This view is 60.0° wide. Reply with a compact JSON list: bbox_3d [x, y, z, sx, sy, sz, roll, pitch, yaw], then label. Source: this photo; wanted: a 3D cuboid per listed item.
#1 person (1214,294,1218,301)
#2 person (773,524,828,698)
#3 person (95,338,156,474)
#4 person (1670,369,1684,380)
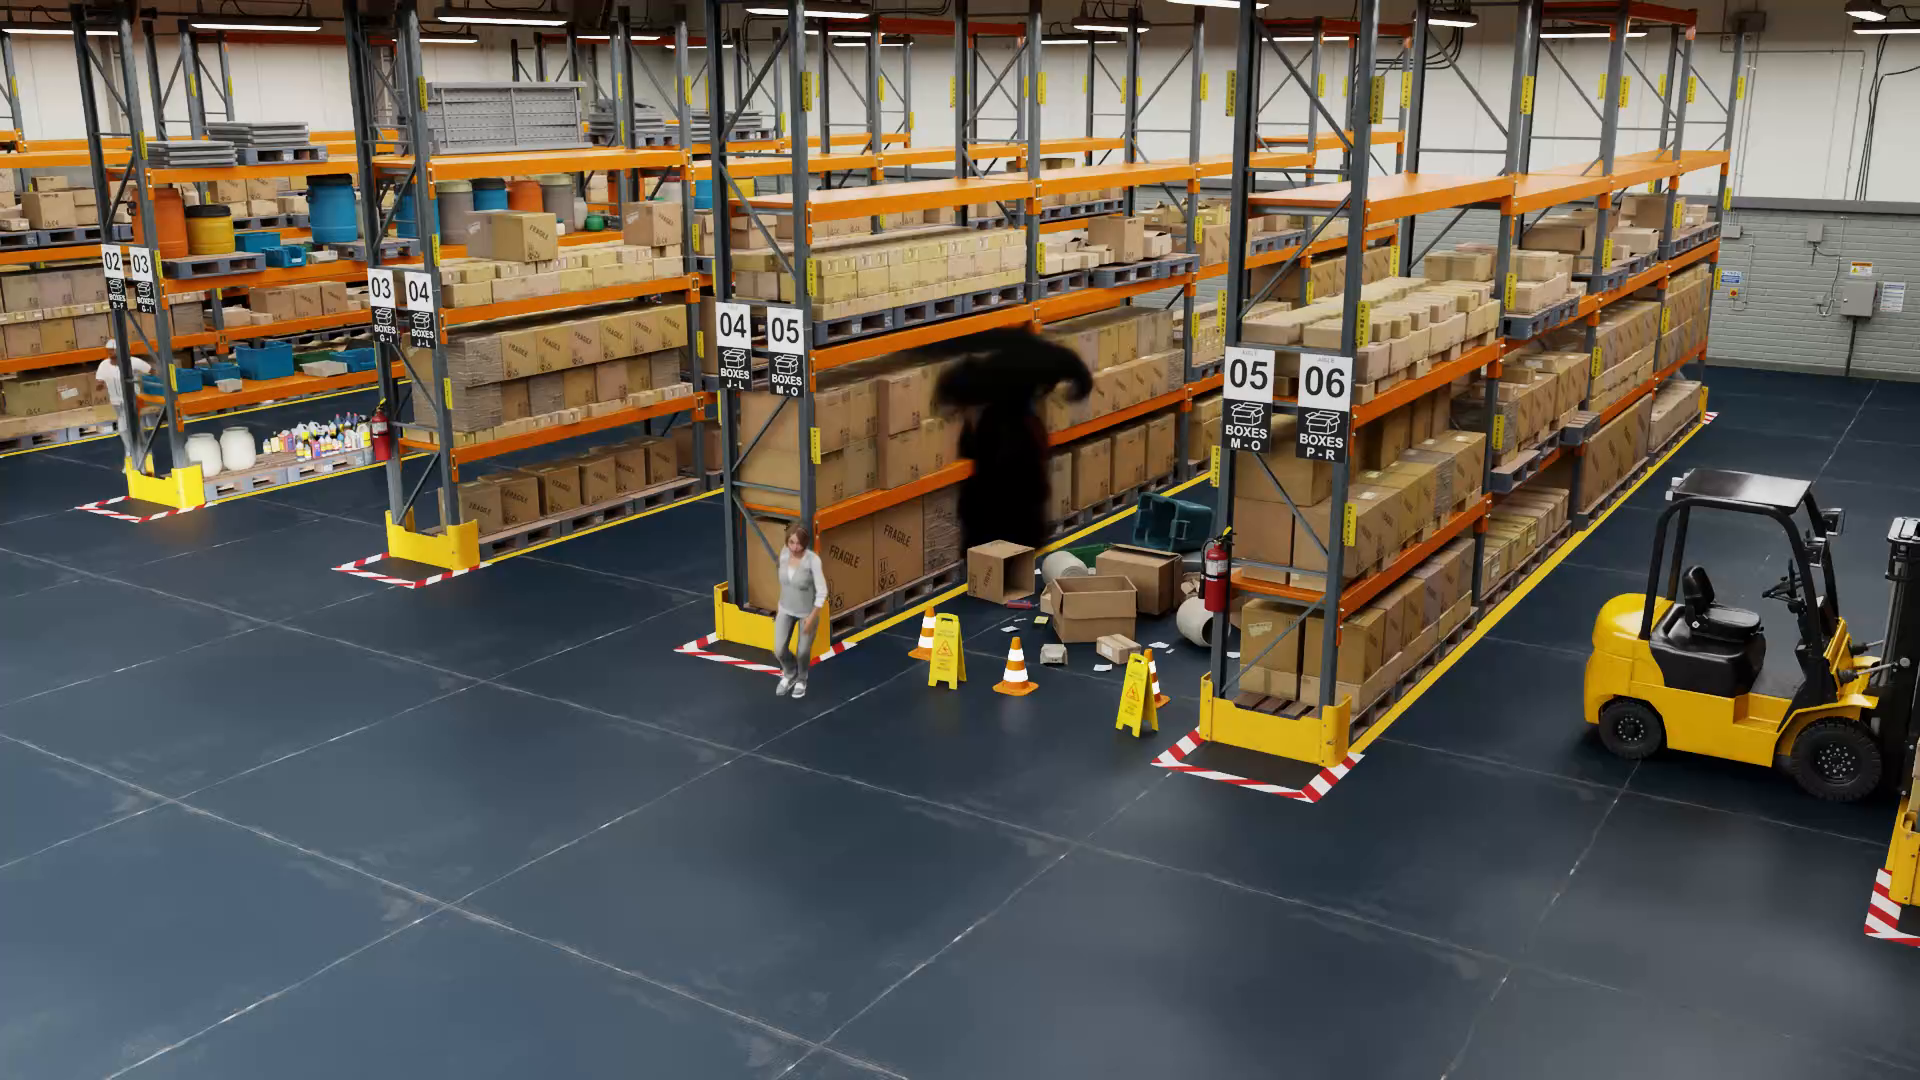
[{"bbox_3d":[4.307,-3.293,27.858,0.644,1.691,0.649,12,20,37],"label":"person"},{"bbox_3d":[-1.278,0.595,13.285,0.522,1.504,0.656,3,16,12],"label":"person"},{"bbox_3d":[-11.307,-1.833,22.525,0.651,1.823,0.856,4,16,14],"label":"person"},{"bbox_3d":[11.568,-3.190,27.593,1.138,1.586,0.506,2,16,9],"label":"person"}]
